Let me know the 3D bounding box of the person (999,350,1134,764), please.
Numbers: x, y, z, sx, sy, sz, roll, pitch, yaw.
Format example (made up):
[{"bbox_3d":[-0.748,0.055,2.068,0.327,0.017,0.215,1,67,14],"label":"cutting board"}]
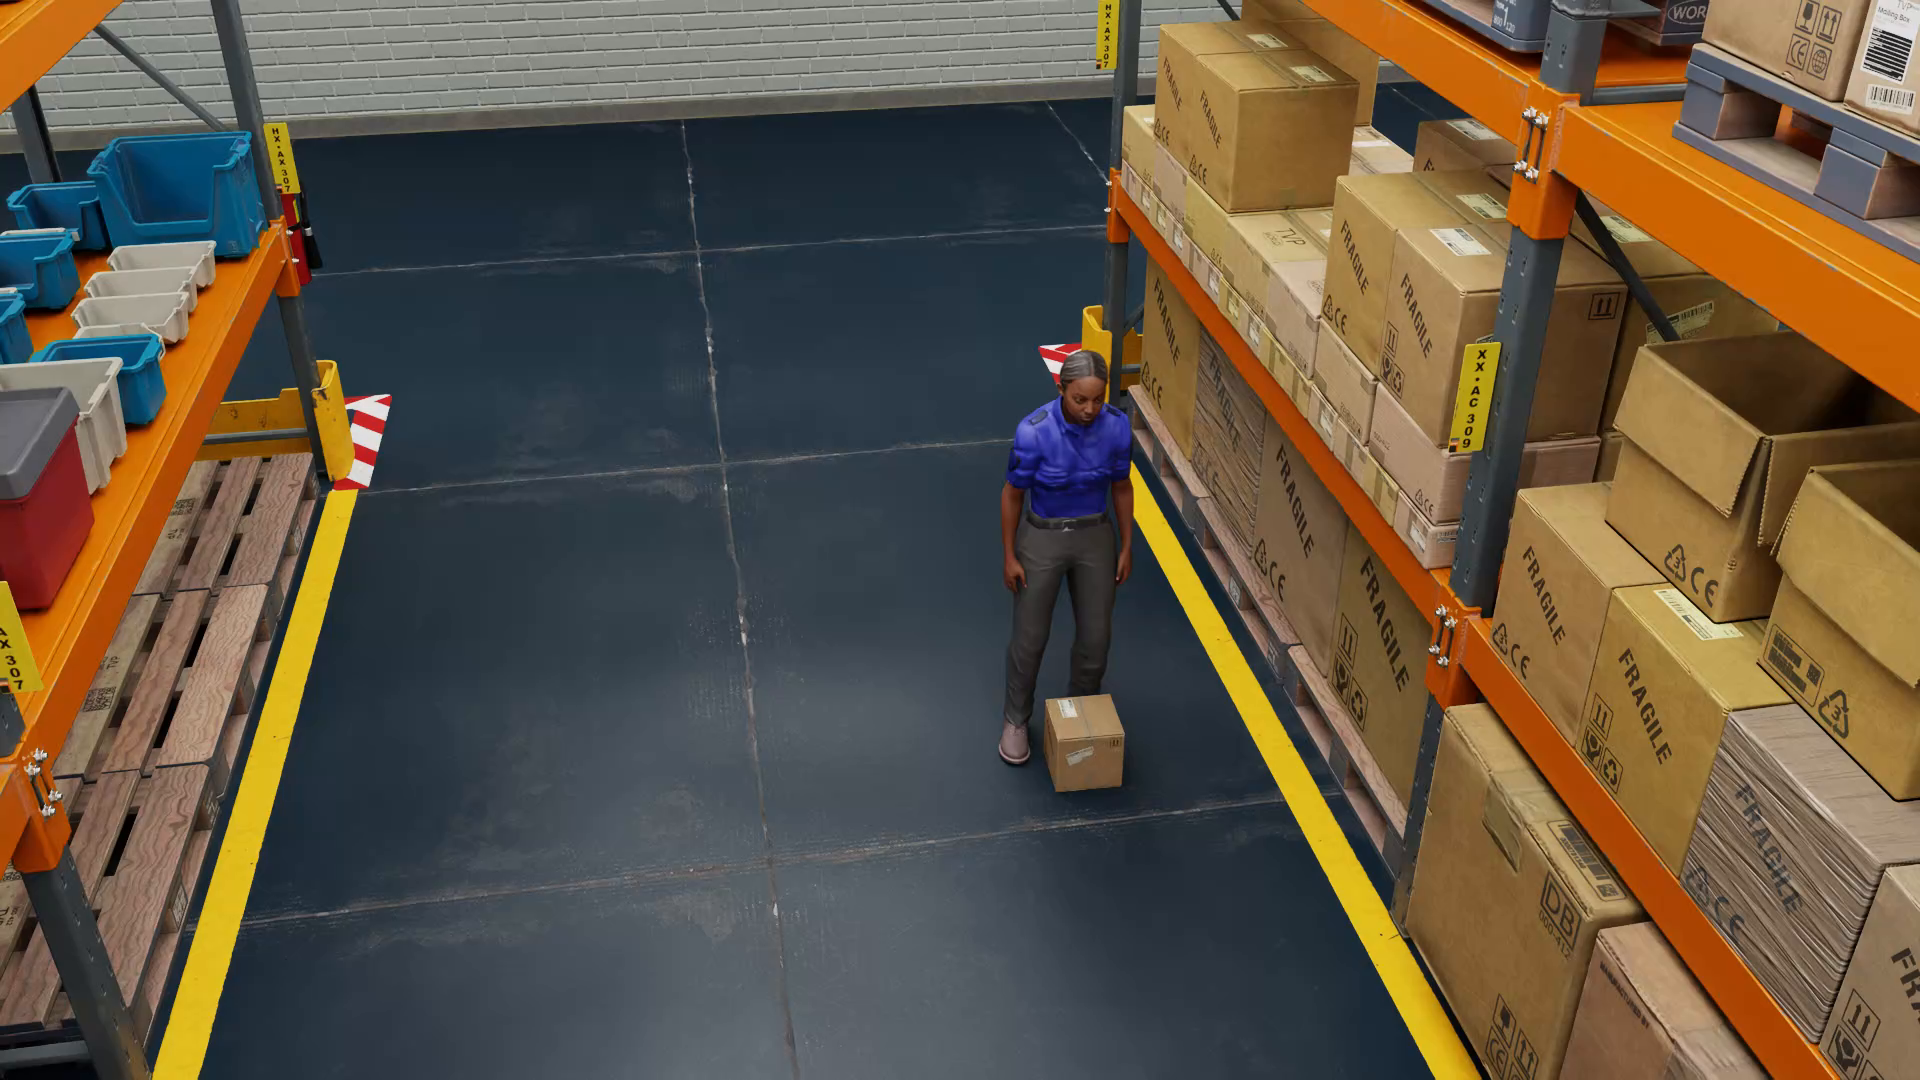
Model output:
[{"bbox_3d":[0.385,0.045,6.061,0.510,1.655,0.349,-5,31,-9],"label":"person"}]
